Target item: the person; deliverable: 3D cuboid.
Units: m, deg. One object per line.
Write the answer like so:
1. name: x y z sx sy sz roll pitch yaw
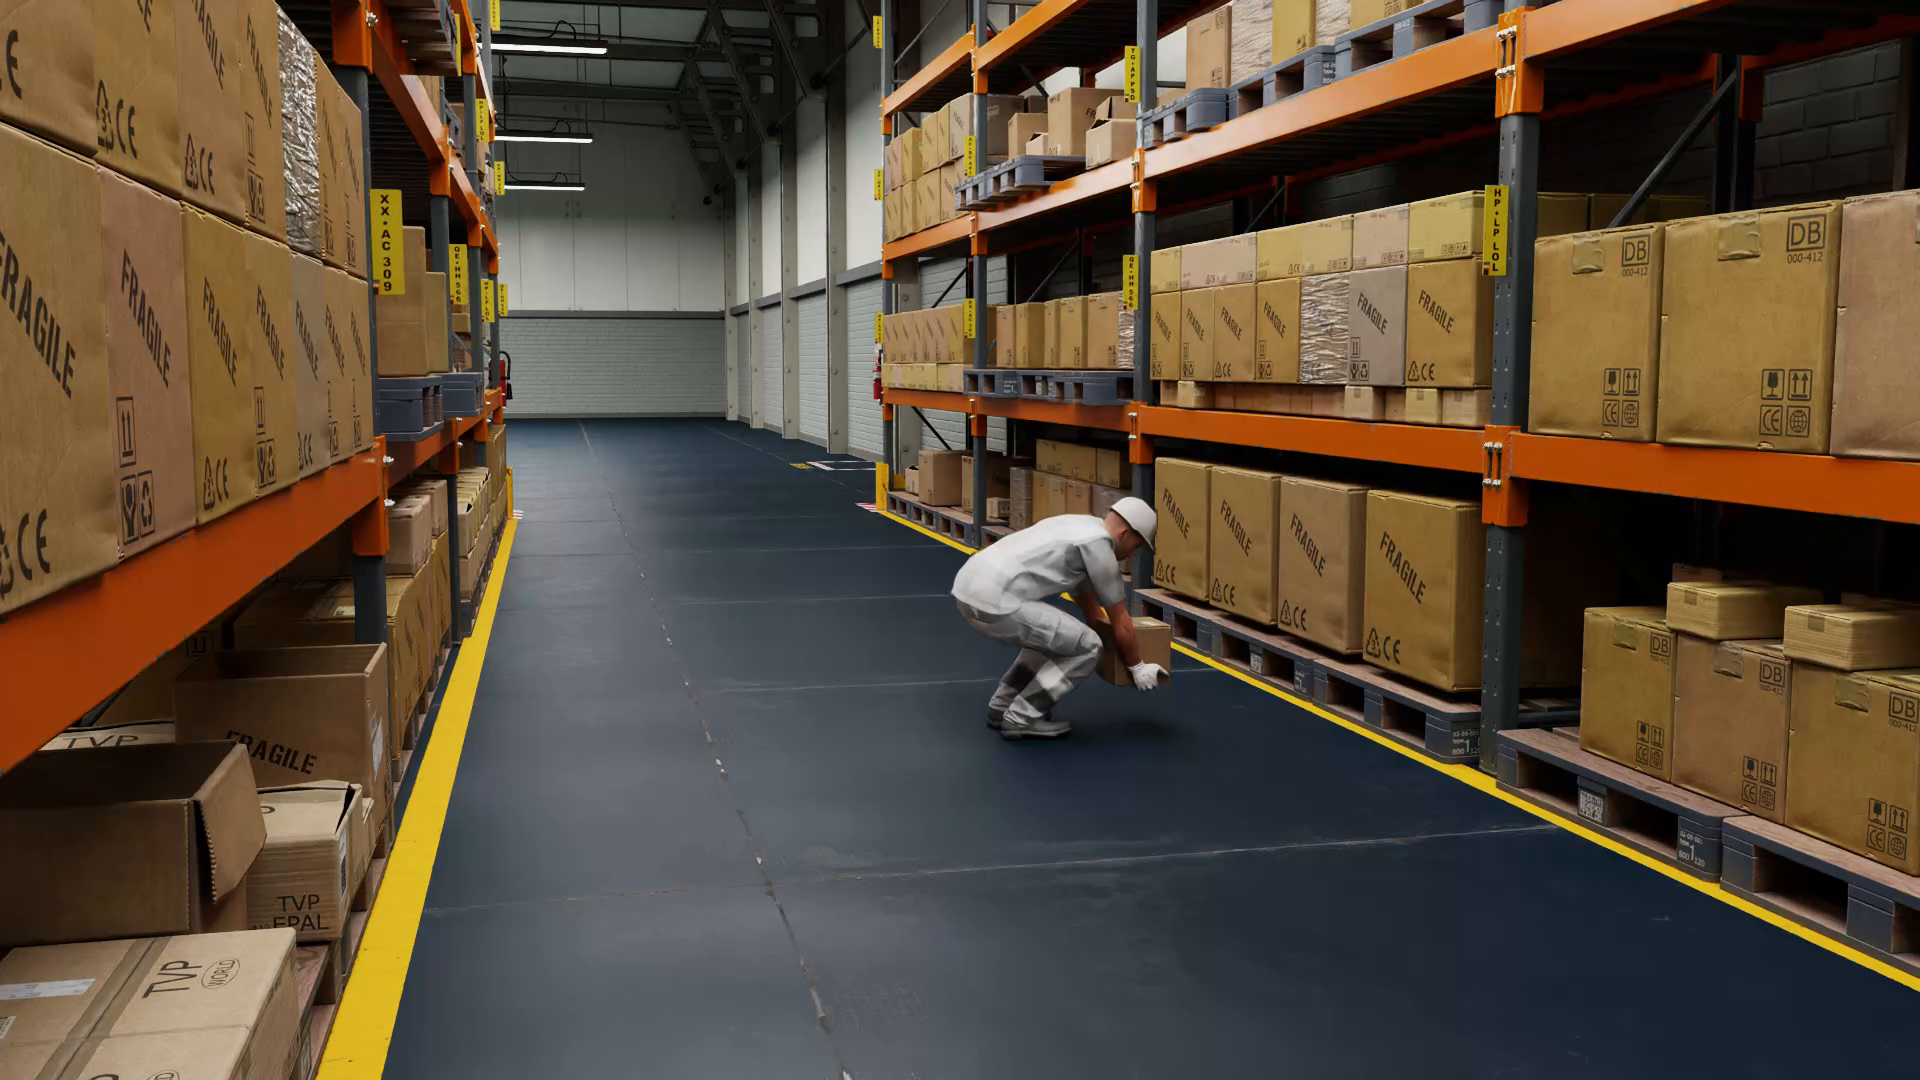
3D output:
1. person: 0.418 0.321 7.075 0.909 0.990 0.530 -2 6 -15
